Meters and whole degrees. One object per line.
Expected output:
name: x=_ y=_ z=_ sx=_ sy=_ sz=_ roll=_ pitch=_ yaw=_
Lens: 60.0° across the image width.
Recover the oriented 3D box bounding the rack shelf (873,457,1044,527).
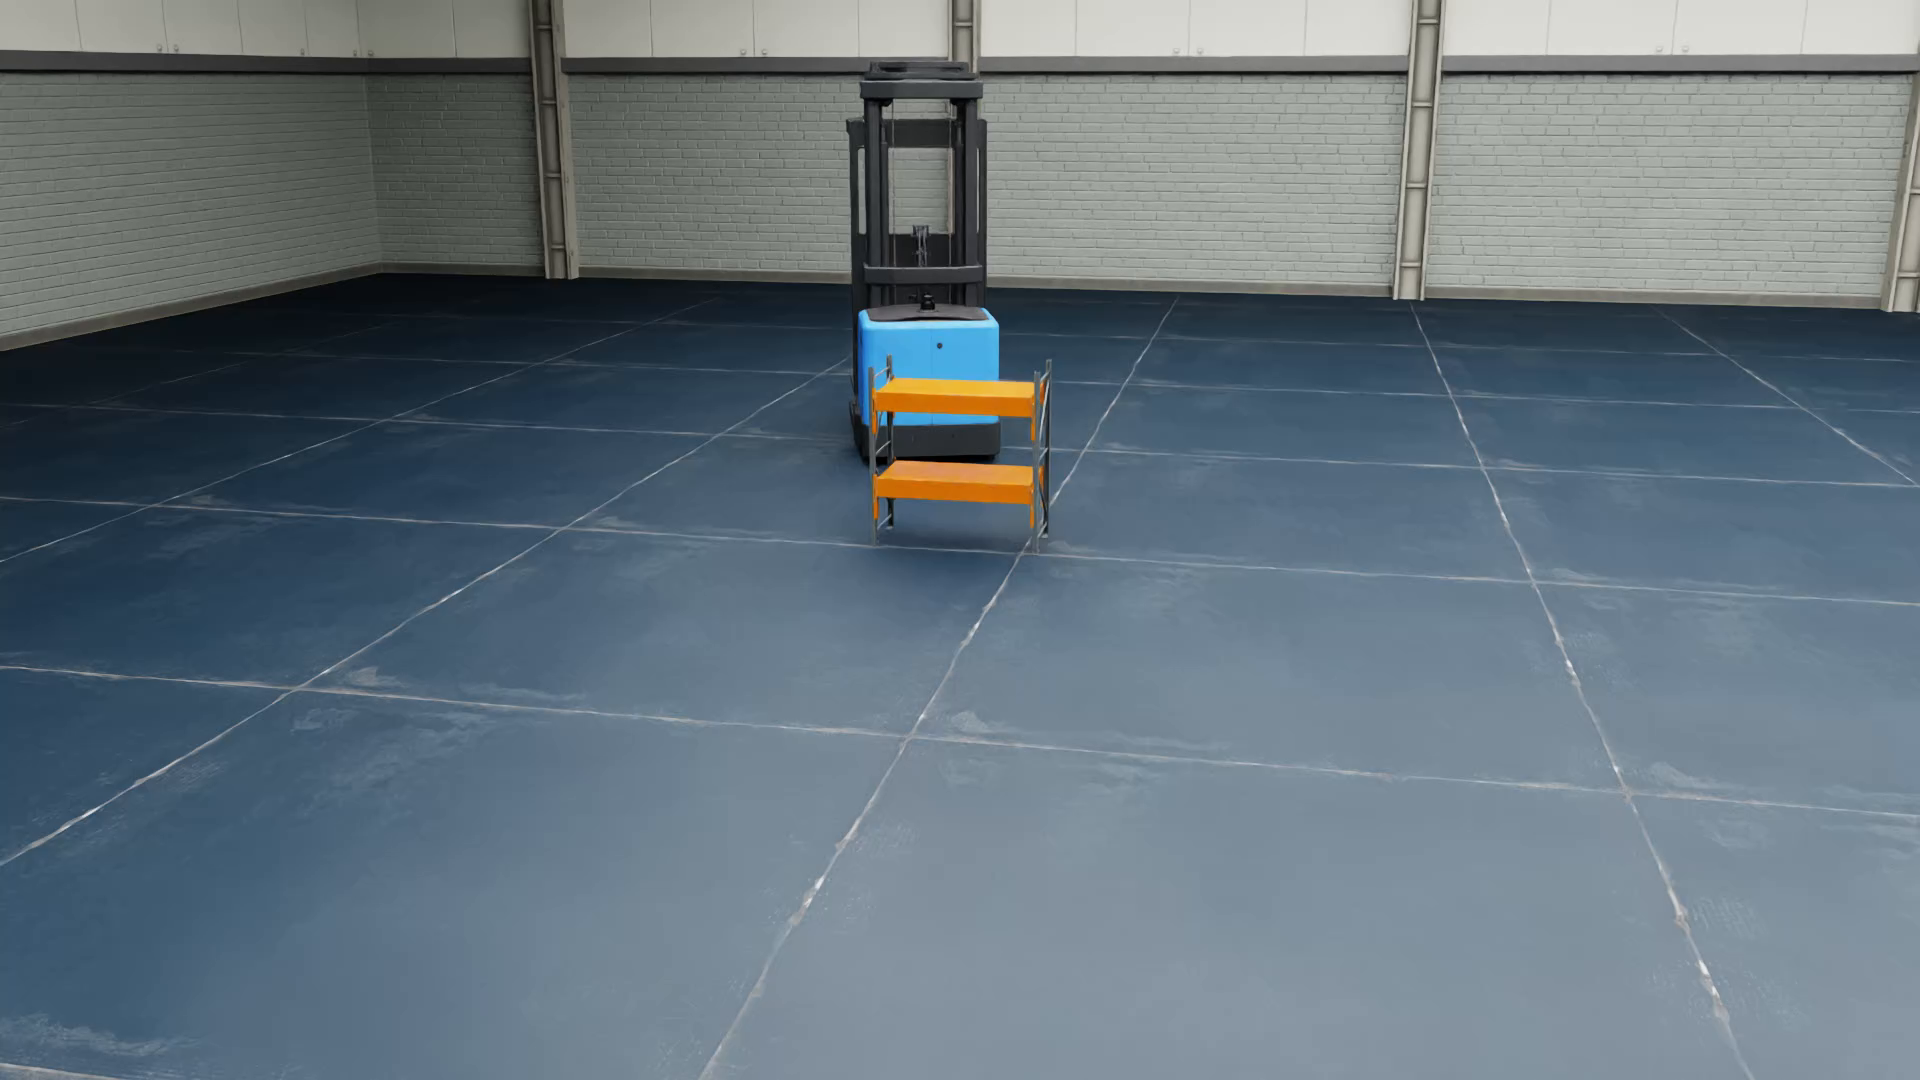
rack shelf: x=0.007 y=-0.306 z=10.406 sx=1.000 sy=0.278 sz=0.538 roll=3 pitch=16 yaw=11

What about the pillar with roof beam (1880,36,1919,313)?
pillar with roof beam: x=10.962 y=-6.094 z=15.636 sx=0.400 sy=9.000 sz=9.100 roll=3 pitch=16 yaw=11

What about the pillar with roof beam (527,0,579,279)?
pillar with roof beam: x=-6.677 y=-7.052 z=19.093 sx=0.400 sy=9.000 sz=9.100 roll=3 pitch=16 yaw=11

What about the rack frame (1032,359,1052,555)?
rack frame: x=0.505 y=-0.515 z=10.243 sx=0.032 sy=1.125 sz=0.500 roll=3 pitch=16 yaw=11

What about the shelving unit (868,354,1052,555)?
shelving unit: x=0.007 y=-0.542 z=10.341 sx=1.048 sy=1.125 sz=0.538 roll=3 pitch=16 yaw=11

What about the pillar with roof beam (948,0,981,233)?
pillar with roof beam: x=-0.797 y=-6.733 z=17.940 sx=0.400 sy=9.000 sz=9.100 roll=3 pitch=16 yaw=11

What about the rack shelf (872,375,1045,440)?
rack shelf: x=0.007 y=-0.824 z=10.262 sx=1.000 sy=0.278 sz=0.538 roll=3 pitch=16 yaw=11

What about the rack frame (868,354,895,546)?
rack frame: x=-0.492 y=-0.569 z=10.438 sx=0.032 sy=1.125 sz=0.500 roll=3 pitch=16 yaw=11

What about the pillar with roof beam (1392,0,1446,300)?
pillar with roof beam: x=5.083 y=-6.413 z=16.788 sx=0.400 sy=9.000 sz=9.100 roll=3 pitch=16 yaw=11

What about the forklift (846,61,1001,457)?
forklift: x=-0.354 y=-2.377 z=13.583 sx=1.130 sy=2.935 sz=3.031 roll=-2 pitch=16 yaw=-5
